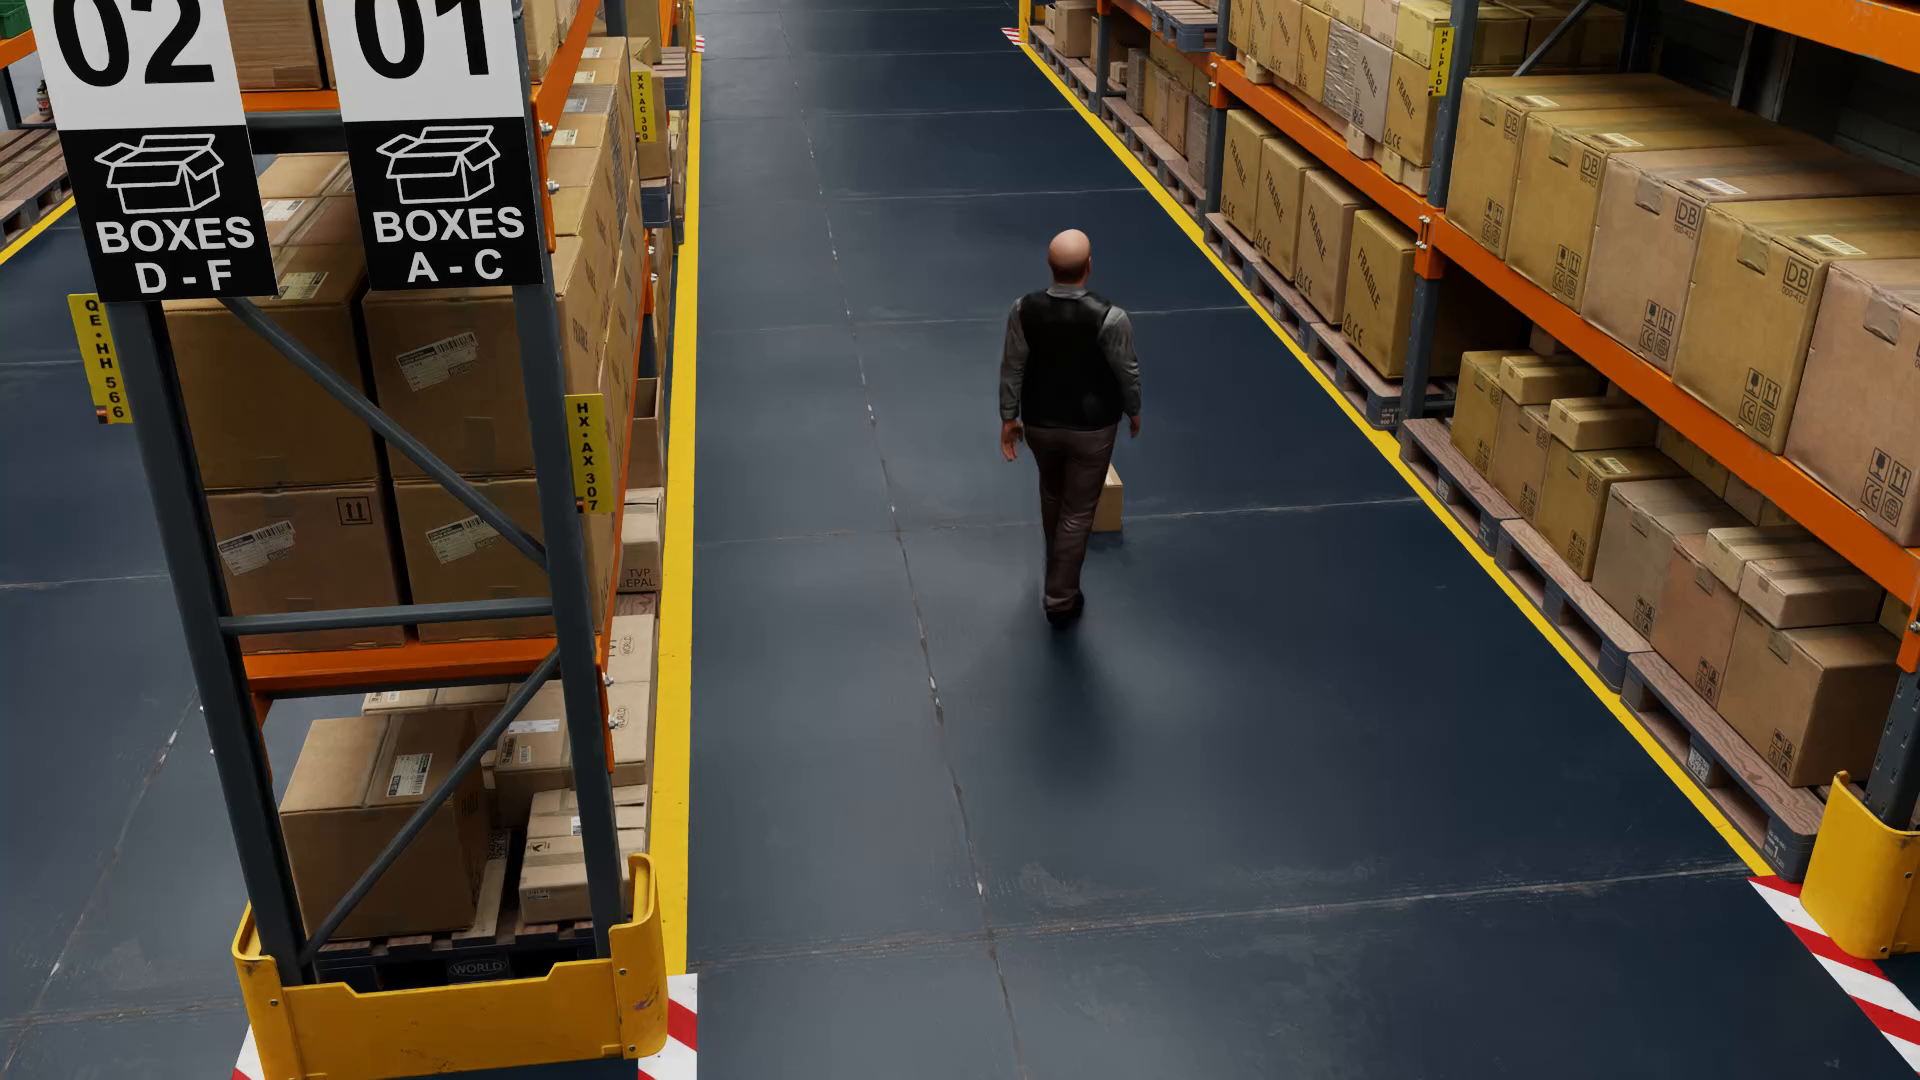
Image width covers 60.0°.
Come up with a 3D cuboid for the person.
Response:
[{"bbox_3d":[0.505,-0.505,7.139,0.566,1.745,0.696,12,29,22],"label":"person"}]
